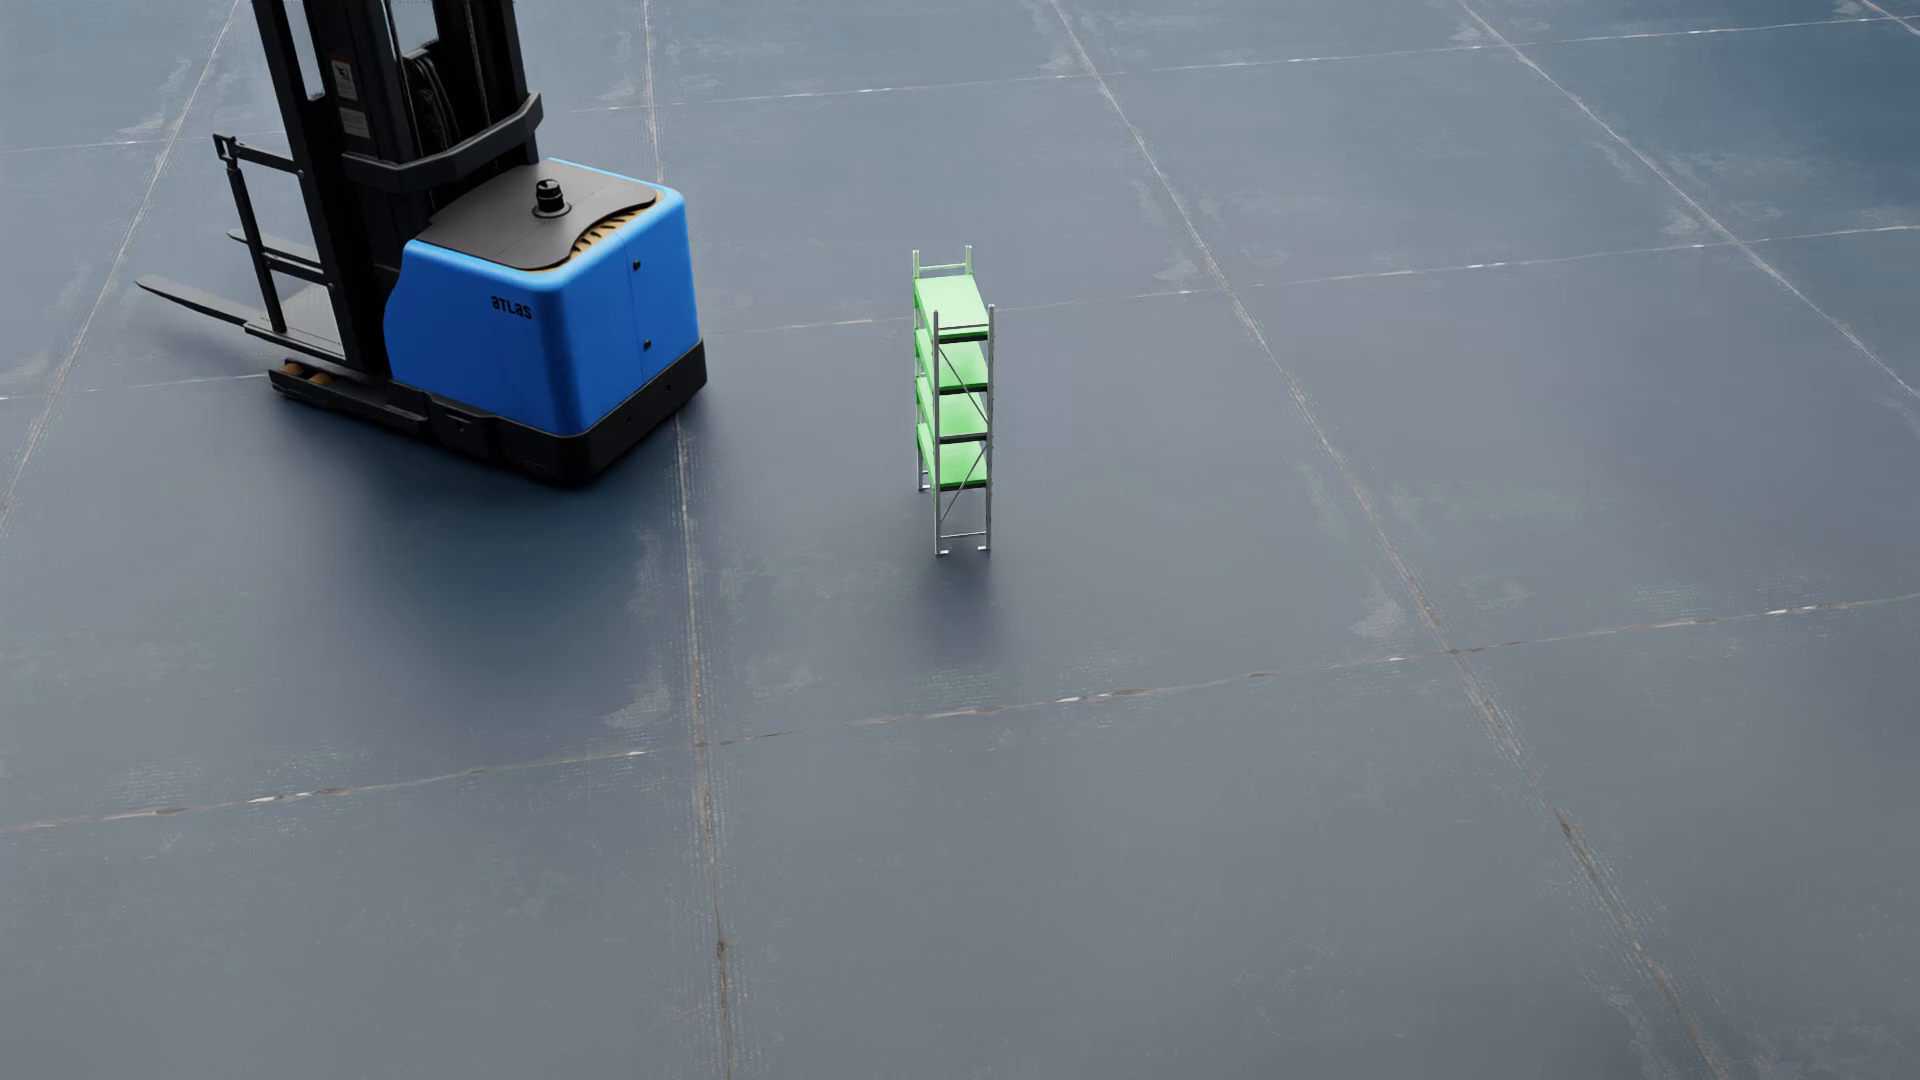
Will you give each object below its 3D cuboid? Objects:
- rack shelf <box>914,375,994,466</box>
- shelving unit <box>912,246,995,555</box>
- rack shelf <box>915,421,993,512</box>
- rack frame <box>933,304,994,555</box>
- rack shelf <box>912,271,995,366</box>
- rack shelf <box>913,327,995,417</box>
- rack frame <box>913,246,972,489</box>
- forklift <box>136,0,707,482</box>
[{"bbox_3d":[-0.029,-0.523,7.050,0.258,0.148,0.480,-6,38,-8],"label":"rack shelf"},{"bbox_3d":[-0.029,-0.574,7.011,0.258,1.200,0.503,-6,38,-8],"label":"shelving unit"},{"bbox_3d":[-0.029,-0.334,7.197,0.258,0.148,0.480,-6,38,-8],"label":"rack shelf"},{"bbox_3d":[0.014,-0.426,6.821,0.240,1.200,0.015,-6,38,-8],"label":"rack frame"},{"bbox_3d":[-0.029,-0.902,6.755,0.258,0.148,0.480,-6,38,-8],"label":"rack shelf"},{"bbox_3d":[-0.029,-0.713,6.903,0.258,0.148,0.480,-6,38,-8],"label":"rack shelf"},{"bbox_3d":[-0.072,-0.721,7.200,0.240,1.200,0.015,-6,38,-8],"label":"rack frame"},{"bbox_3d":[-2.781,-2.062,7.515,3.031,2.935,1.130,18,41,22],"label":"forklift"}]
